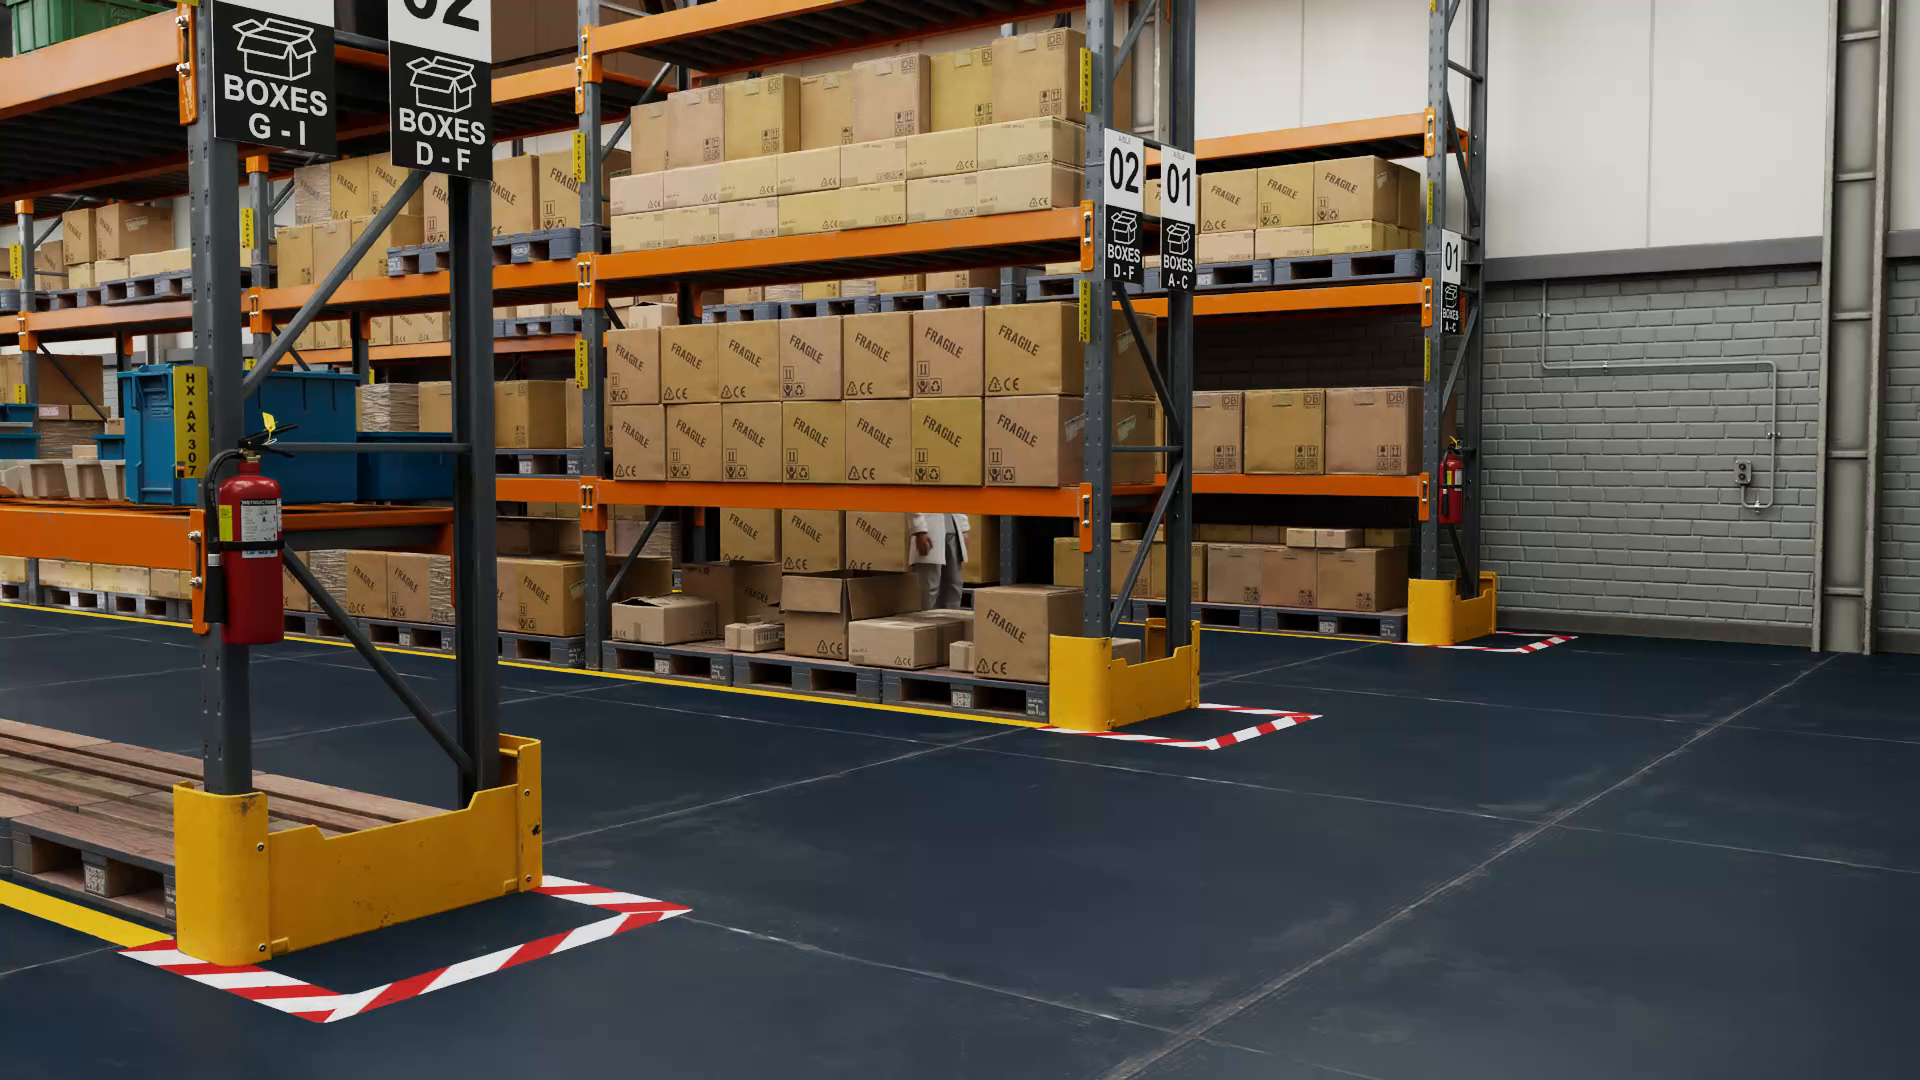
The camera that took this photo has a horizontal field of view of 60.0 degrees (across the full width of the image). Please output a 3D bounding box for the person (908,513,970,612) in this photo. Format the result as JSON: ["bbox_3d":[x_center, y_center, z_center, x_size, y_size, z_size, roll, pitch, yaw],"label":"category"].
[{"bbox_3d":[-0.149,-0.038,12.090,0.420,1.775,0.654,2,4,36],"label":"person"}]
